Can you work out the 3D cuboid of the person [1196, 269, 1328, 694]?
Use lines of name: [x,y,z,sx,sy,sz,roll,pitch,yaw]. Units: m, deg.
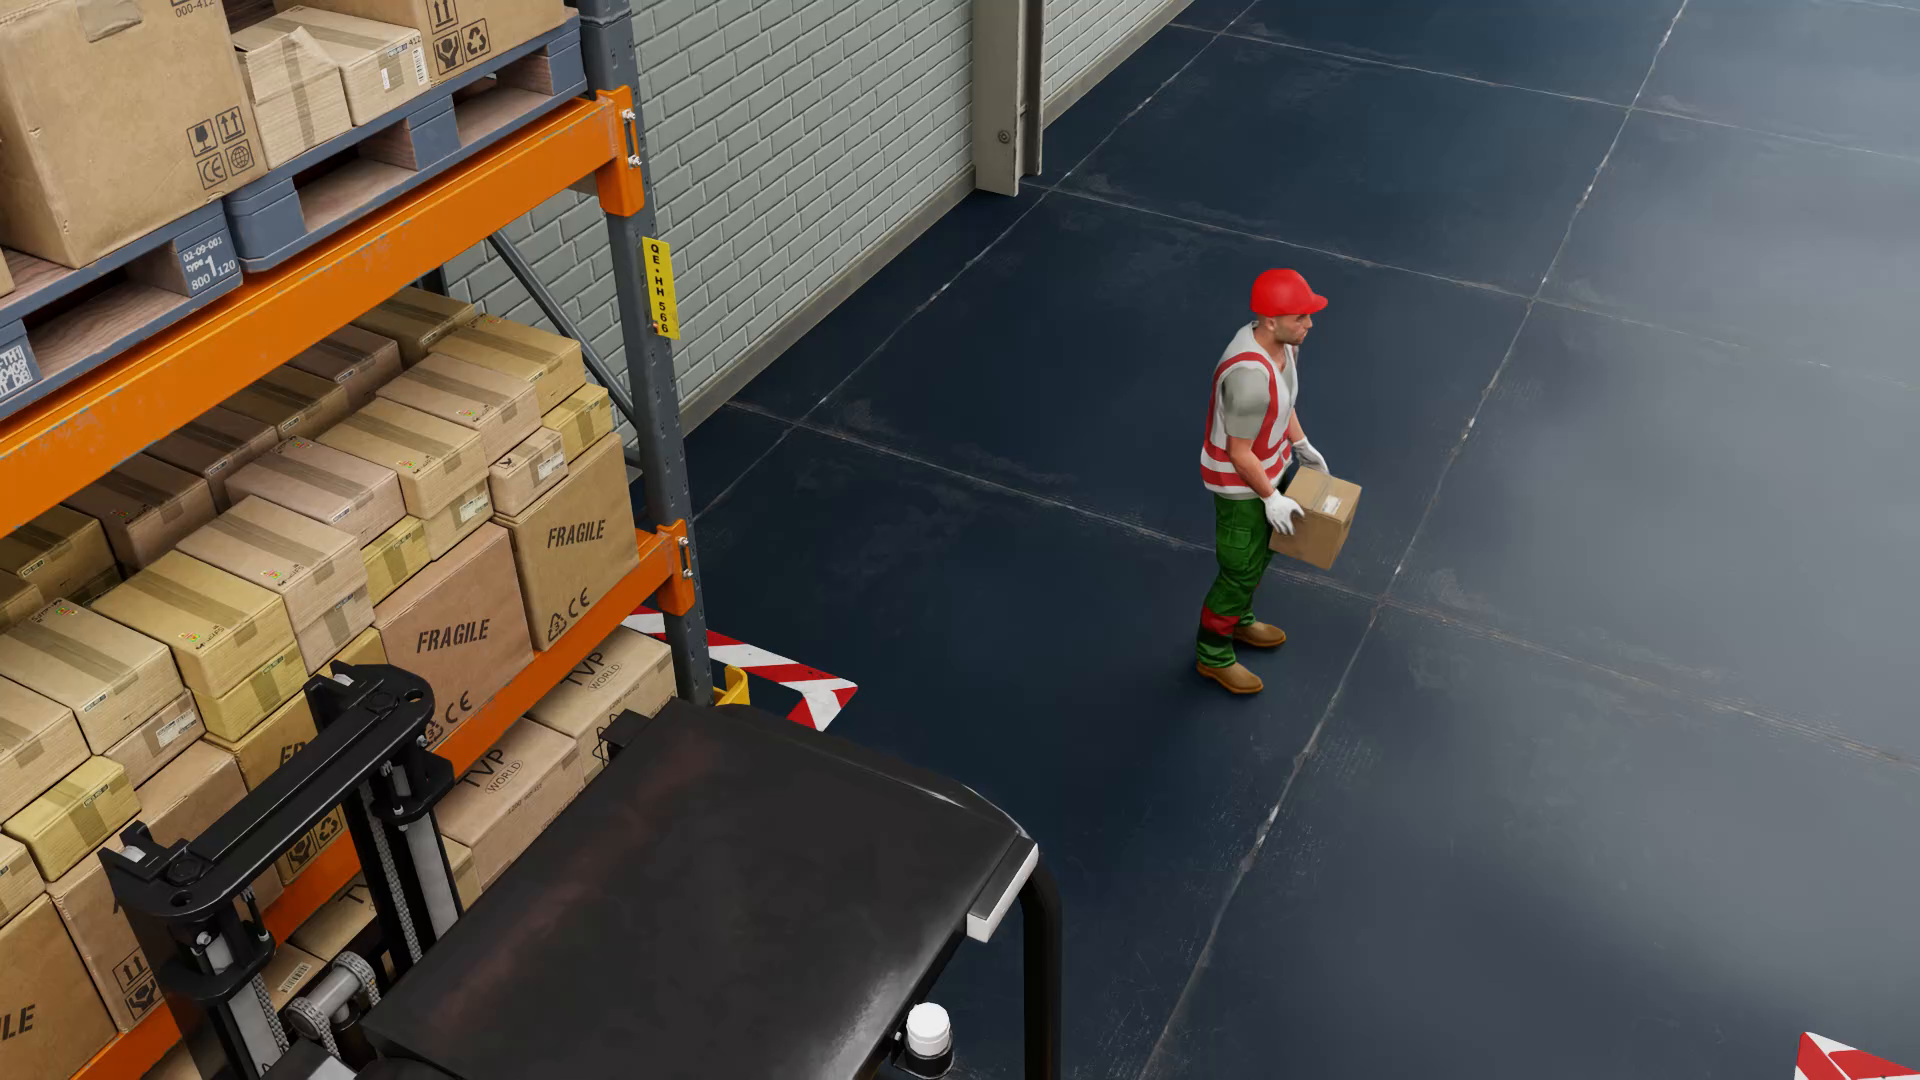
person: [1.164,-0.238,6.440,0.449,1.791,0.537,17,41,21]
